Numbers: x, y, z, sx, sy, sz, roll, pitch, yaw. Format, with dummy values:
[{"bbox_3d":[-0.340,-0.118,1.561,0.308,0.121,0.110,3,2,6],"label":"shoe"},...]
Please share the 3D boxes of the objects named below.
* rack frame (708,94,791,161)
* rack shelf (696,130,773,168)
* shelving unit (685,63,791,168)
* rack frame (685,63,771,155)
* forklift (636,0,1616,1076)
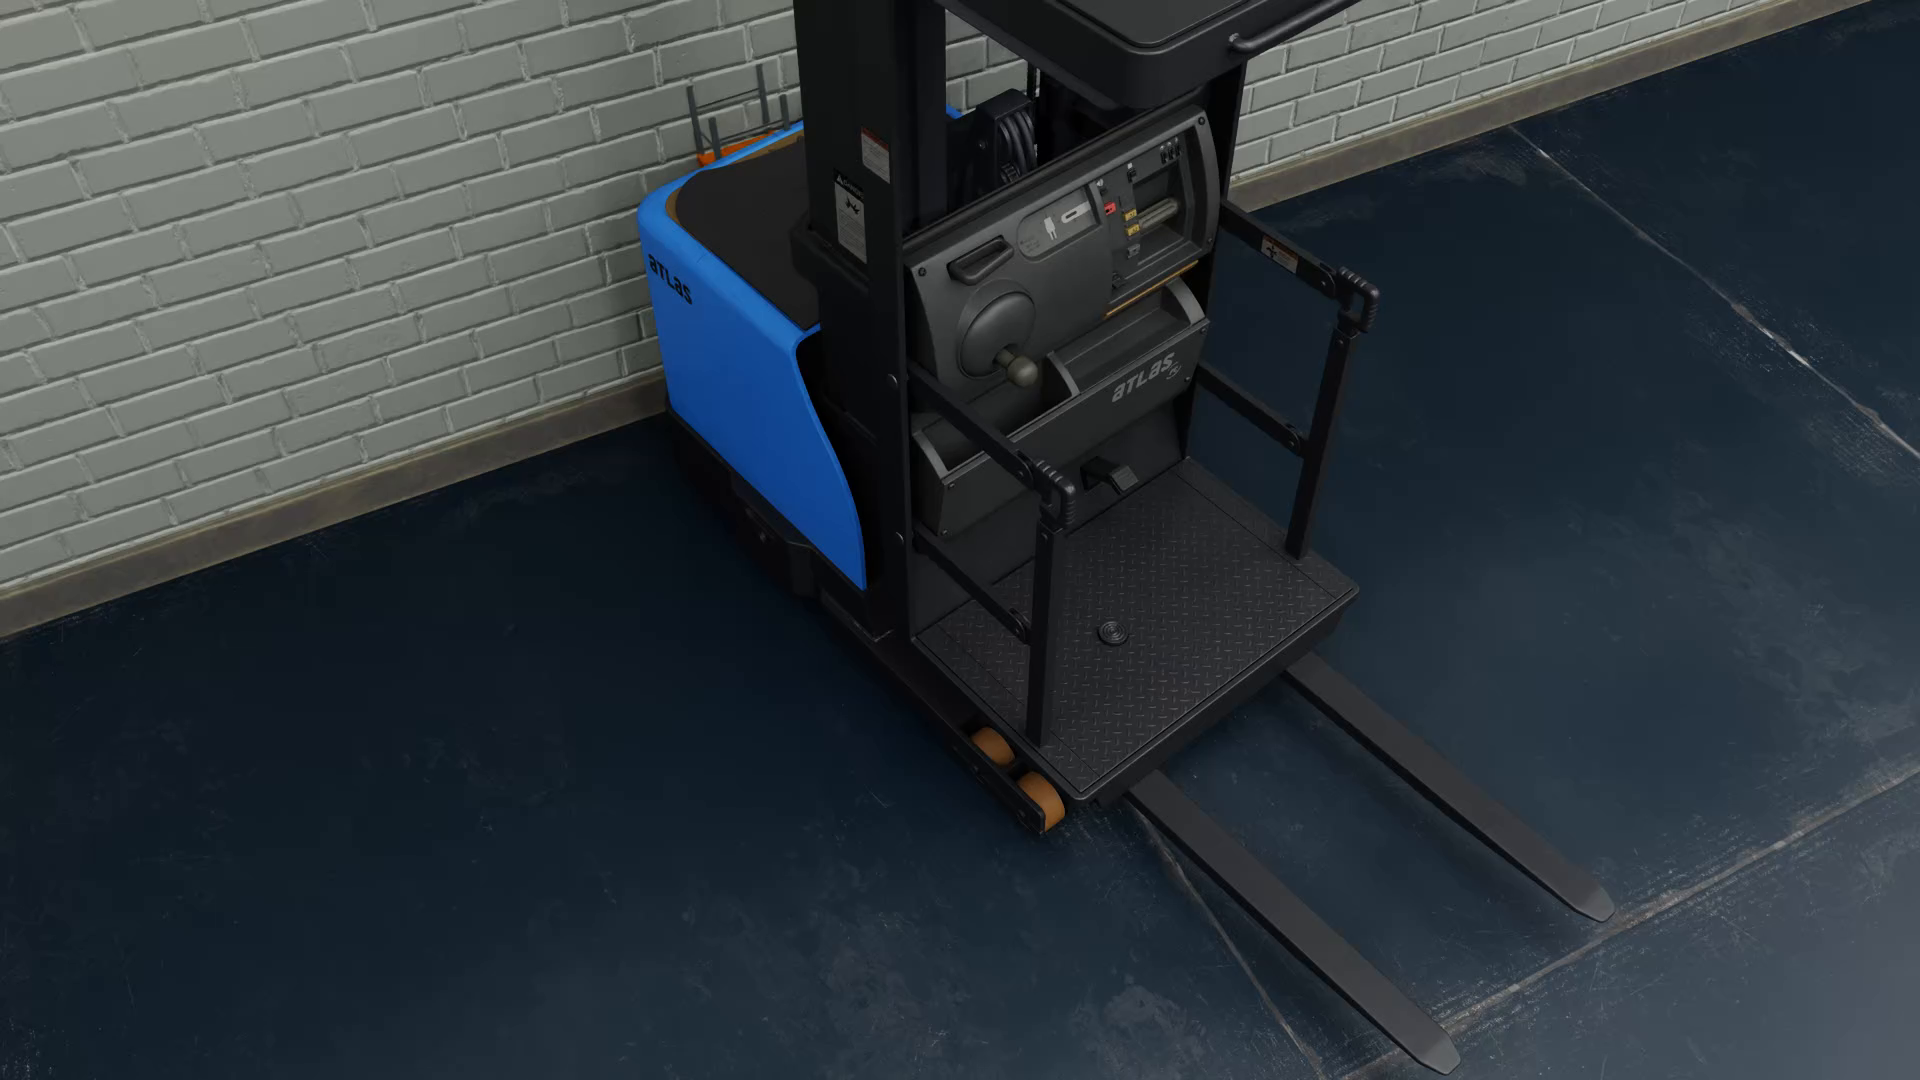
[{"bbox_3d":[-0.586,-0.846,5.206,0.240,1.200,0.006,-22,52,-16],"label":"rack frame"},{"bbox_3d":[-0.640,-1.113,5.022,0.258,0.103,0.180,-22,52,-16],"label":"rack shelf"},{"bbox_3d":[-0.628,-0.907,5.260,0.258,1.200,0.189,-22,52,-16],"label":"shelving unit"},{"bbox_3d":[-0.670,-0.967,5.315,0.240,1.200,0.006,-22,52,-16],"label":"rack frame"},{"bbox_3d":[0.407,-0.604,3.831,1.130,2.935,3.031,-33,56,-25],"label":"forklift"}]
